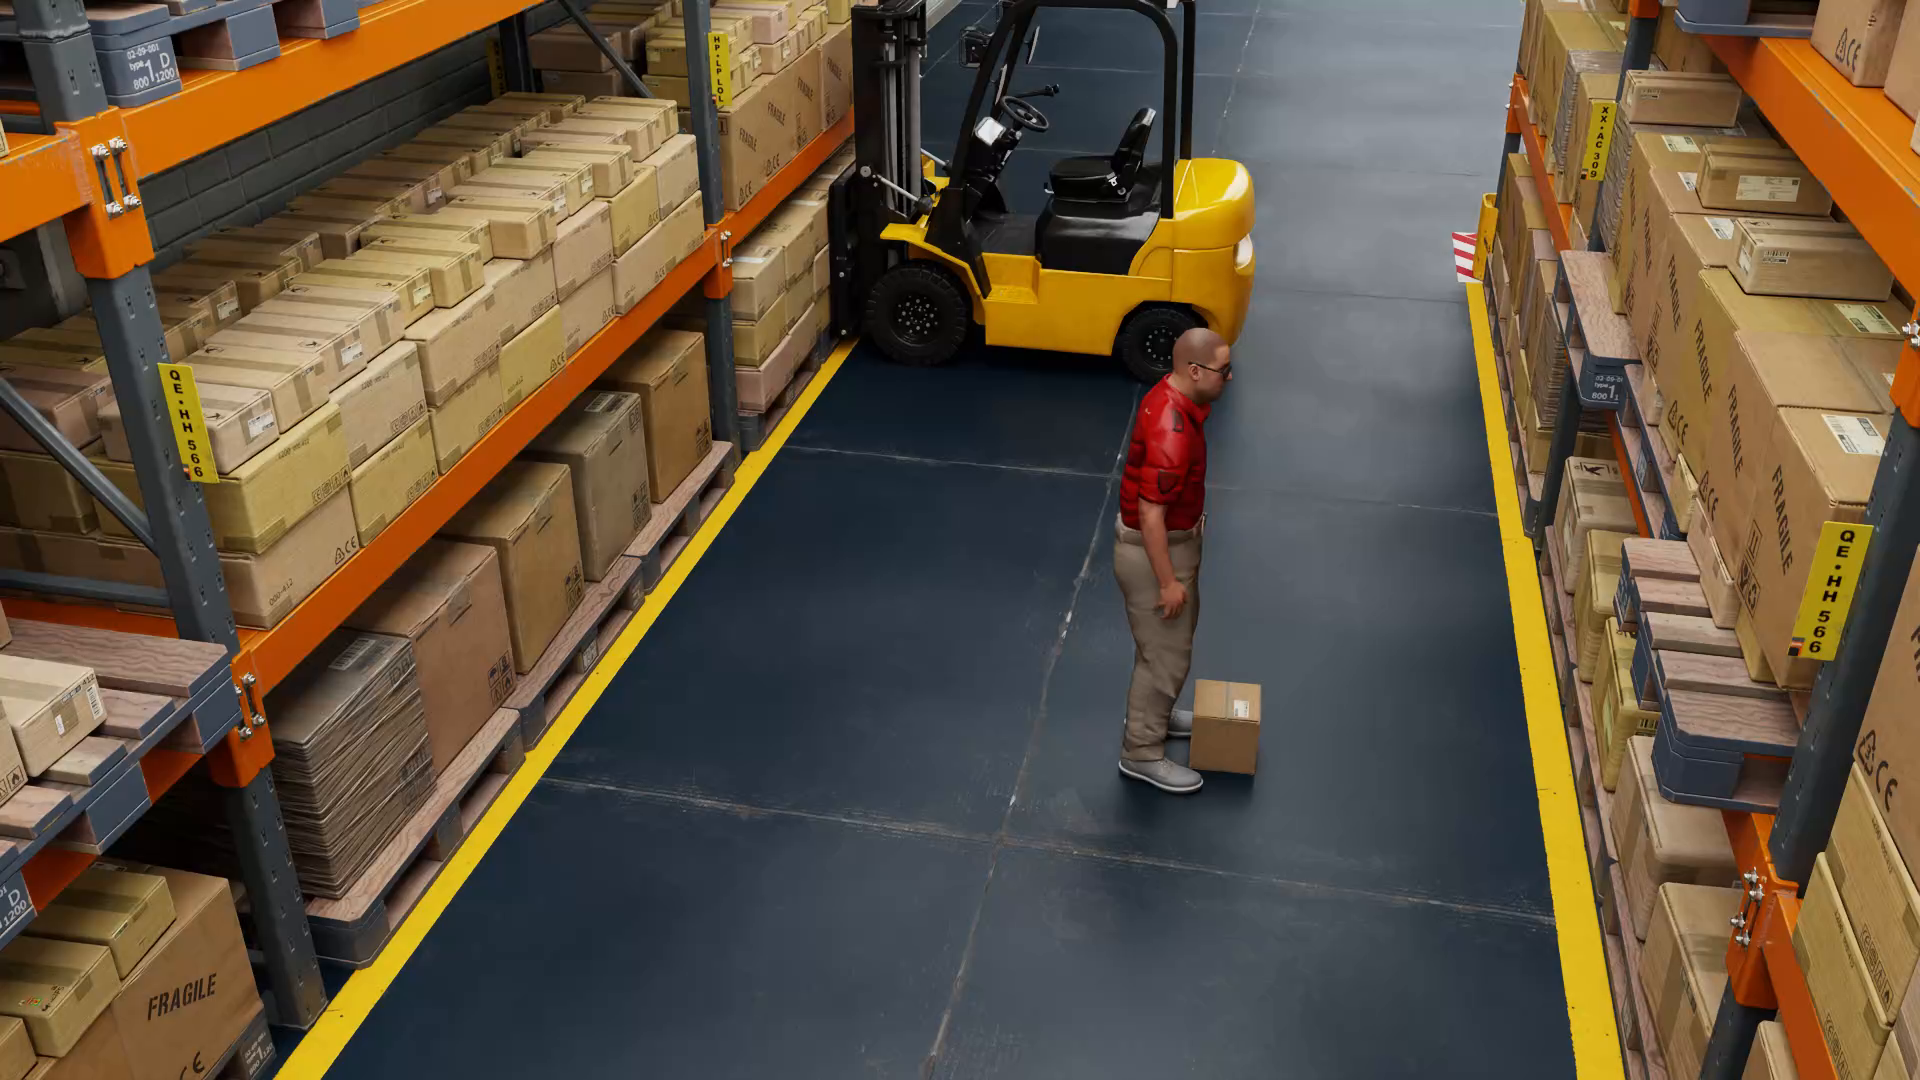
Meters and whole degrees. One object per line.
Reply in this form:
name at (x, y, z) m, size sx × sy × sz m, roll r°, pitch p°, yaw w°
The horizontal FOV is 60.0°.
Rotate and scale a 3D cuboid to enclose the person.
person at (0.760, 0.049, 6.049) m, size 0.391 × 1.726 × 0.584 m, roll 5°, pitch 29°, yaw 9°
